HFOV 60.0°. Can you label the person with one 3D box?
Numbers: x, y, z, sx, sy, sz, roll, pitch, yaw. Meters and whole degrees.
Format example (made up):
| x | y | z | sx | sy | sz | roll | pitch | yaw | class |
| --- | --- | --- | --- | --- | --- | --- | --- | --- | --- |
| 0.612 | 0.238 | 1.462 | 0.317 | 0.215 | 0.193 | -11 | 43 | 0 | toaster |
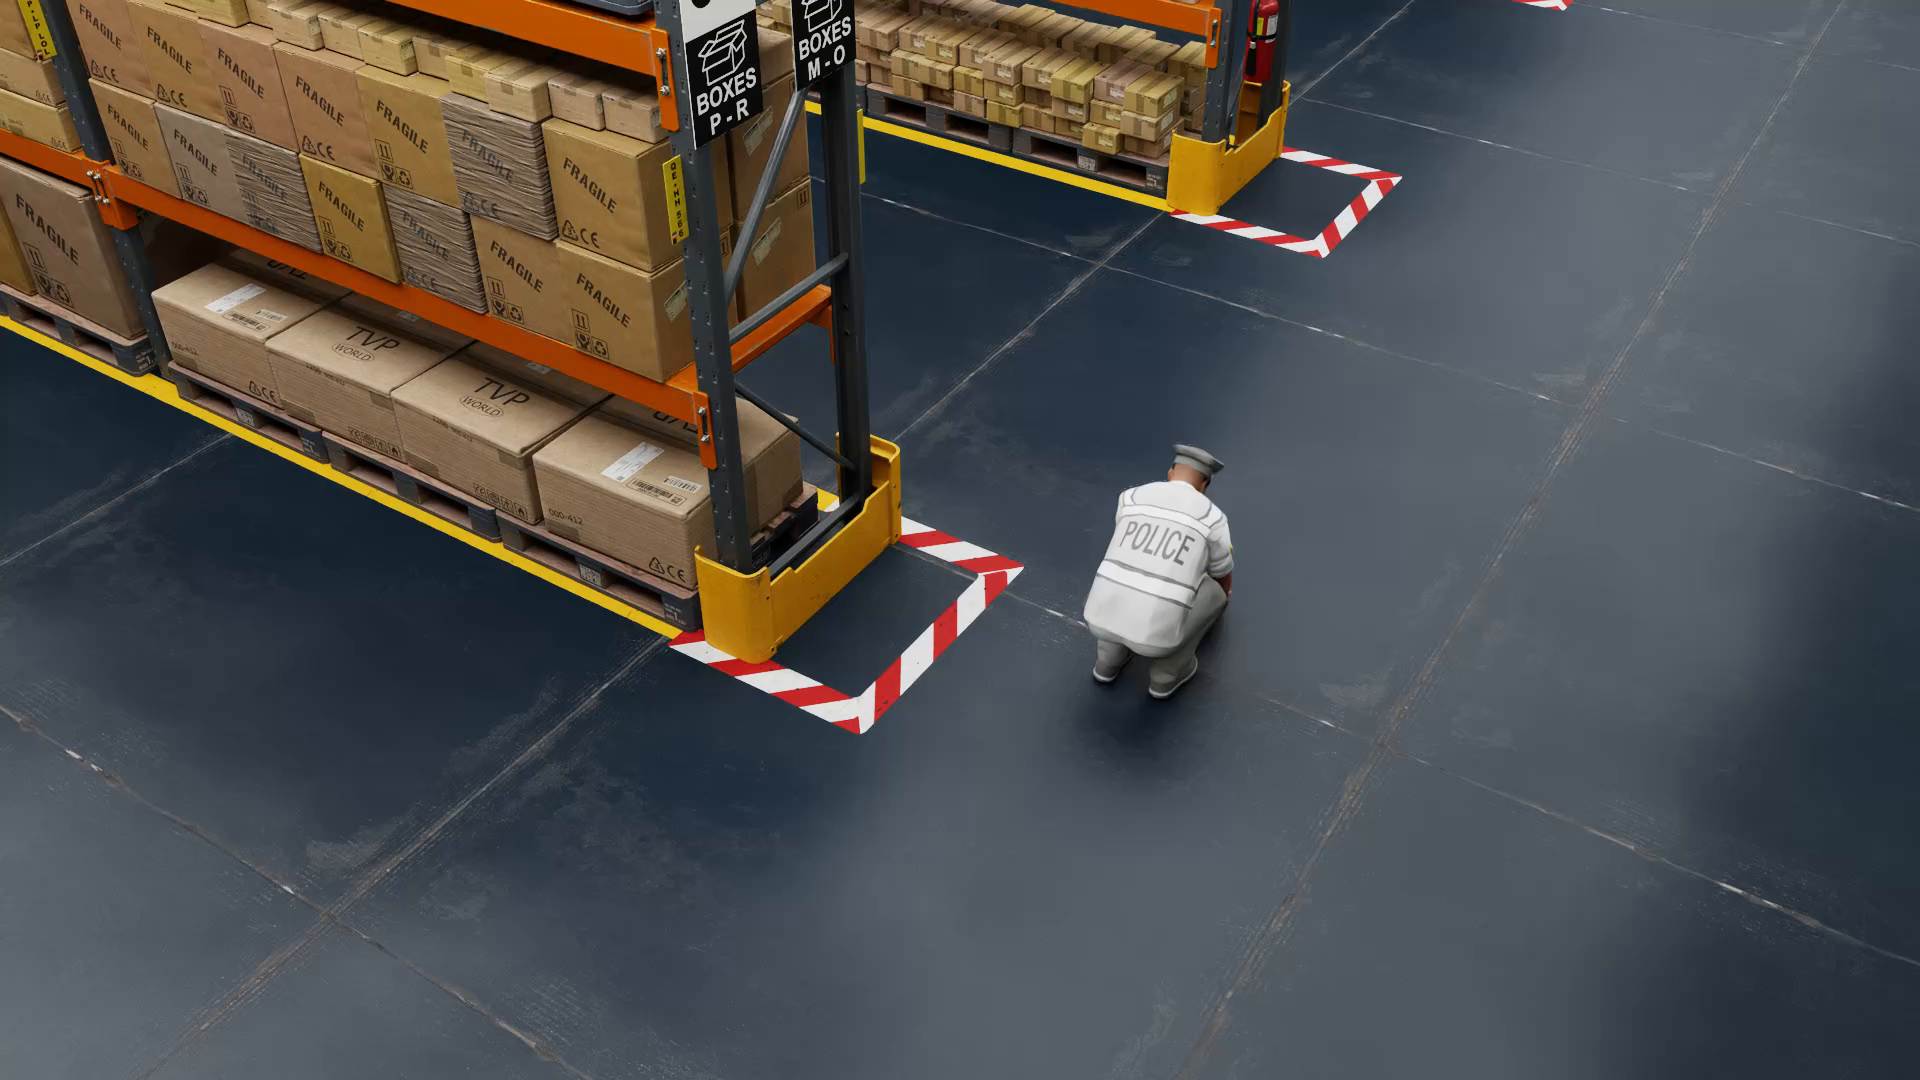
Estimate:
| x | y | z | sx | sy | sz | roll | pitch | yaw | class |
| --- | --- | --- | --- | --- | --- | --- | --- | --- | --- |
| 0.871 | 0.148 | 7.168 | 0.554 | 0.920 | 0.955 | 22 | 43 | 25 | person |
